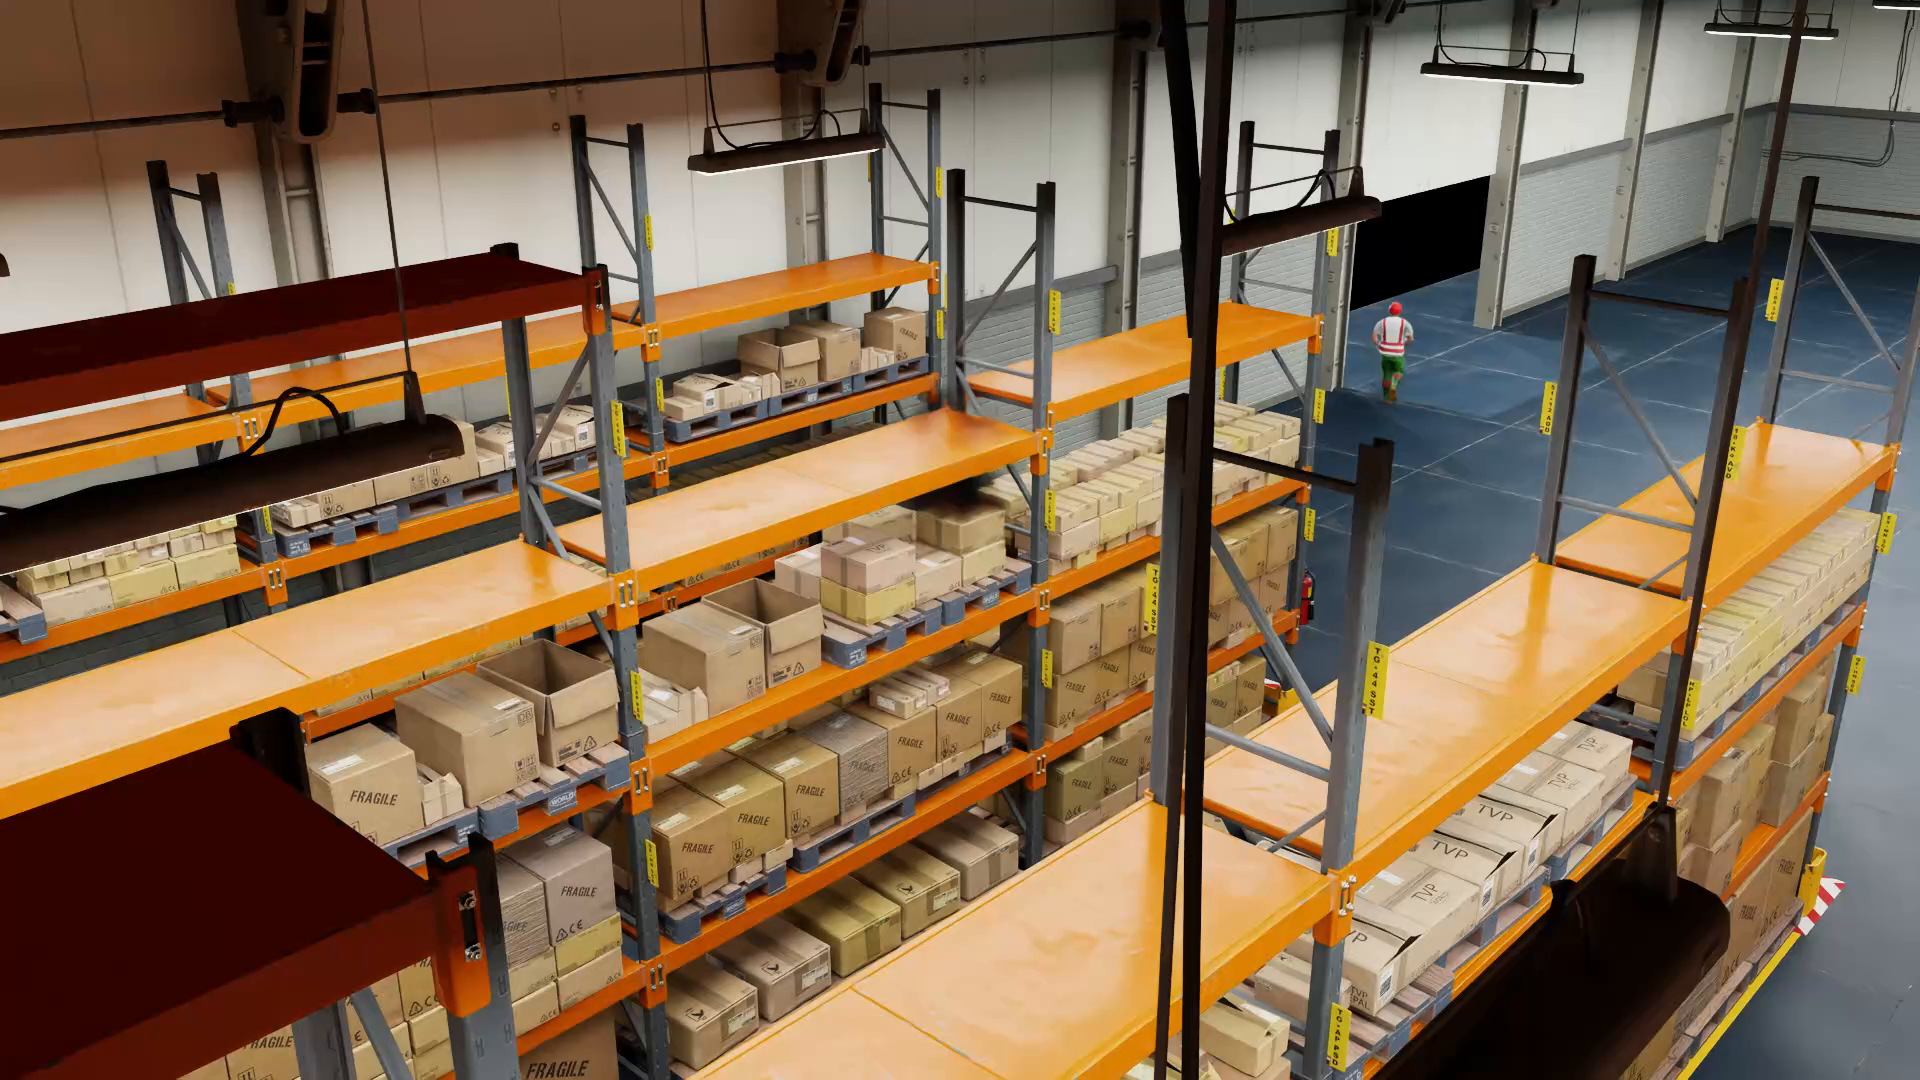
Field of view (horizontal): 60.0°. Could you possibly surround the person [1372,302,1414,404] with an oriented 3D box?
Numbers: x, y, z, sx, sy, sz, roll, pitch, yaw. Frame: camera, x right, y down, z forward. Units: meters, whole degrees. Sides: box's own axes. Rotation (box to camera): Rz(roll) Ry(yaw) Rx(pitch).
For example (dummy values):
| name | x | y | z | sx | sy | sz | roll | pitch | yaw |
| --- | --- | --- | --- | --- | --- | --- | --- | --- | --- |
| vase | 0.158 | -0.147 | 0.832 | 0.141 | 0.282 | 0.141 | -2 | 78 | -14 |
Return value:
| name | x | y | z | sx | sy | sz | roll | pitch | yaw |
| --- | --- | --- | --- | --- | --- | --- | --- | --- | --- |
| person | 7.162 | -3.099 | 27.606 | 0.673 | 1.735 | 0.625 | 7 | 22 | 18 |
